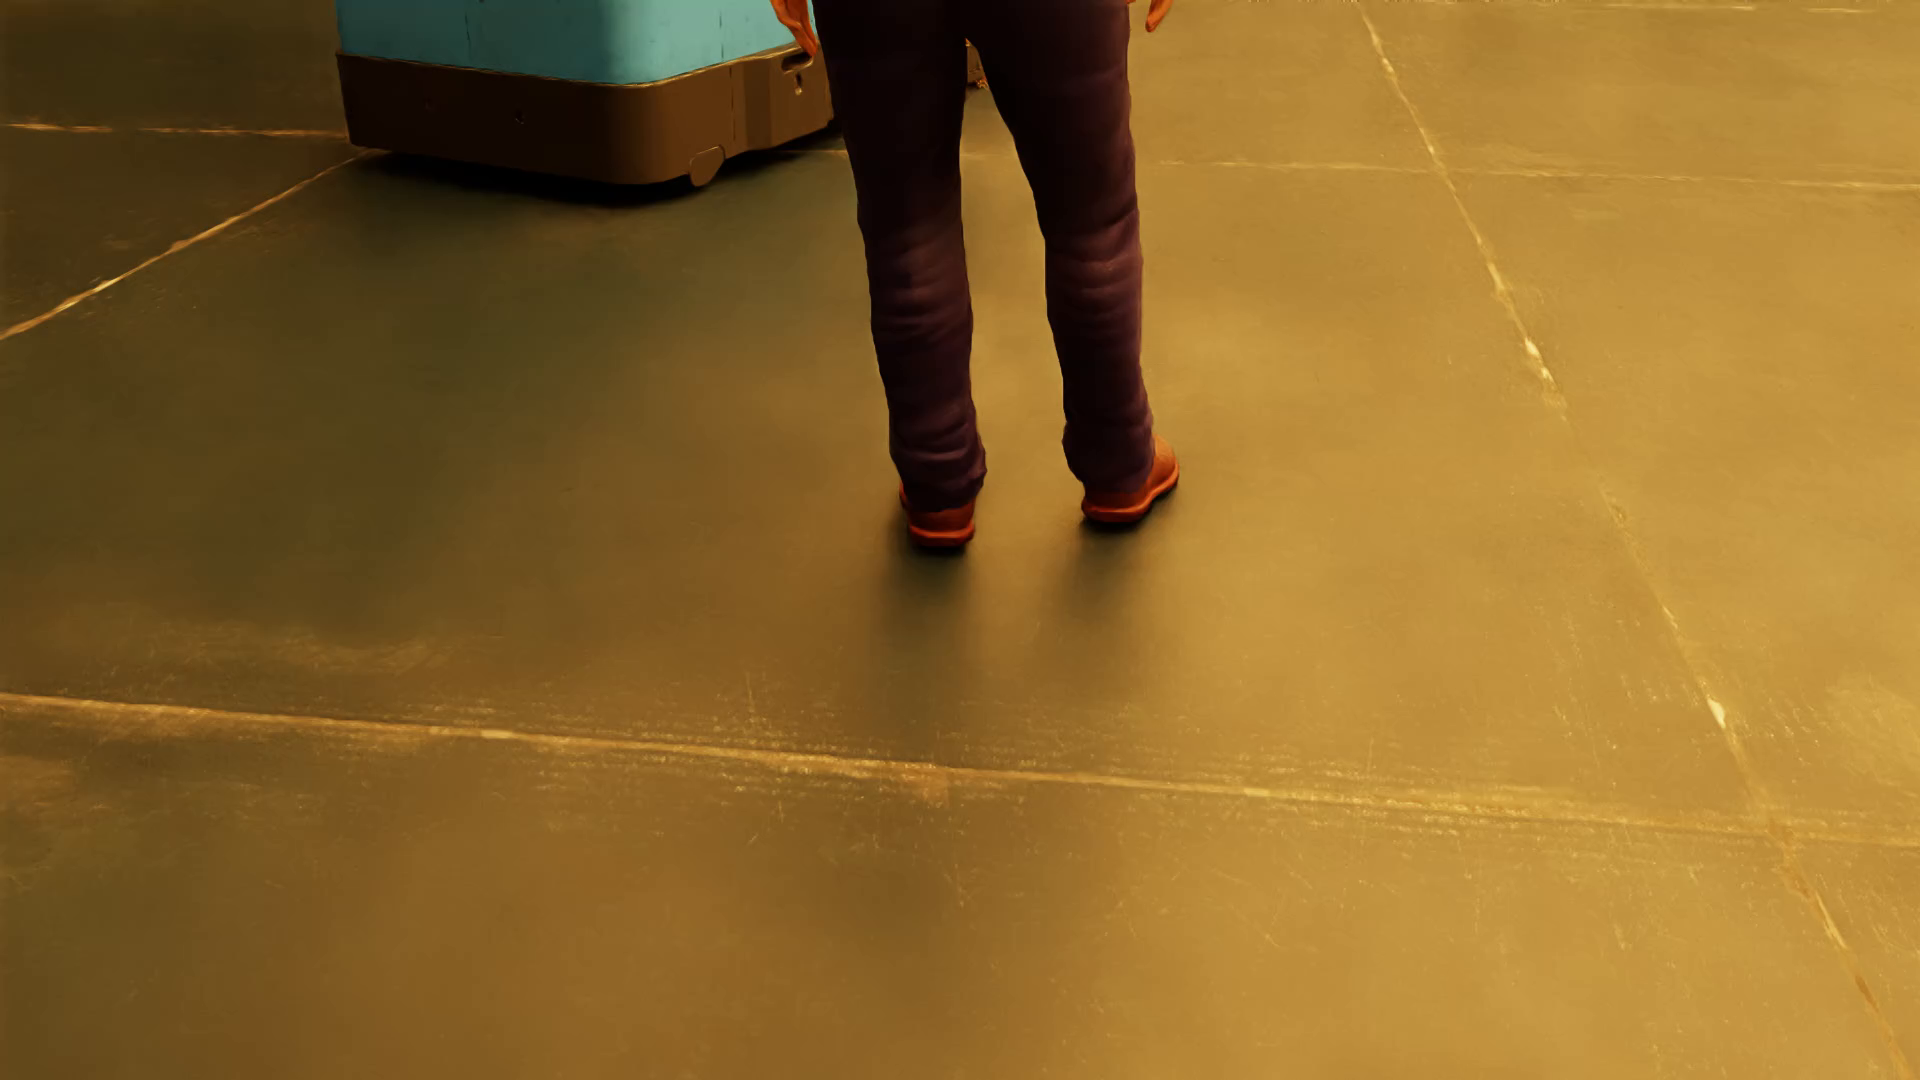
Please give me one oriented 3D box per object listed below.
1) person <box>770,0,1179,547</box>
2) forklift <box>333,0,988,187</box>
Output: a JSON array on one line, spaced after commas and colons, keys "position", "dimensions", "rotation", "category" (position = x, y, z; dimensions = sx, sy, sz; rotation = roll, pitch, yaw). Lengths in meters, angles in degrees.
[{"position": [0.035, -0.782, 2.206], "dimensions": [0.599, 1.650, 0.502], "rotation": [3, 27, 7], "category": "person"}, {"position": [-0.527, -2.811, 4.852], "dimensions": [1.130, 2.935, 3.031], "rotation": [13, 29, 24], "category": "forklift"}]
